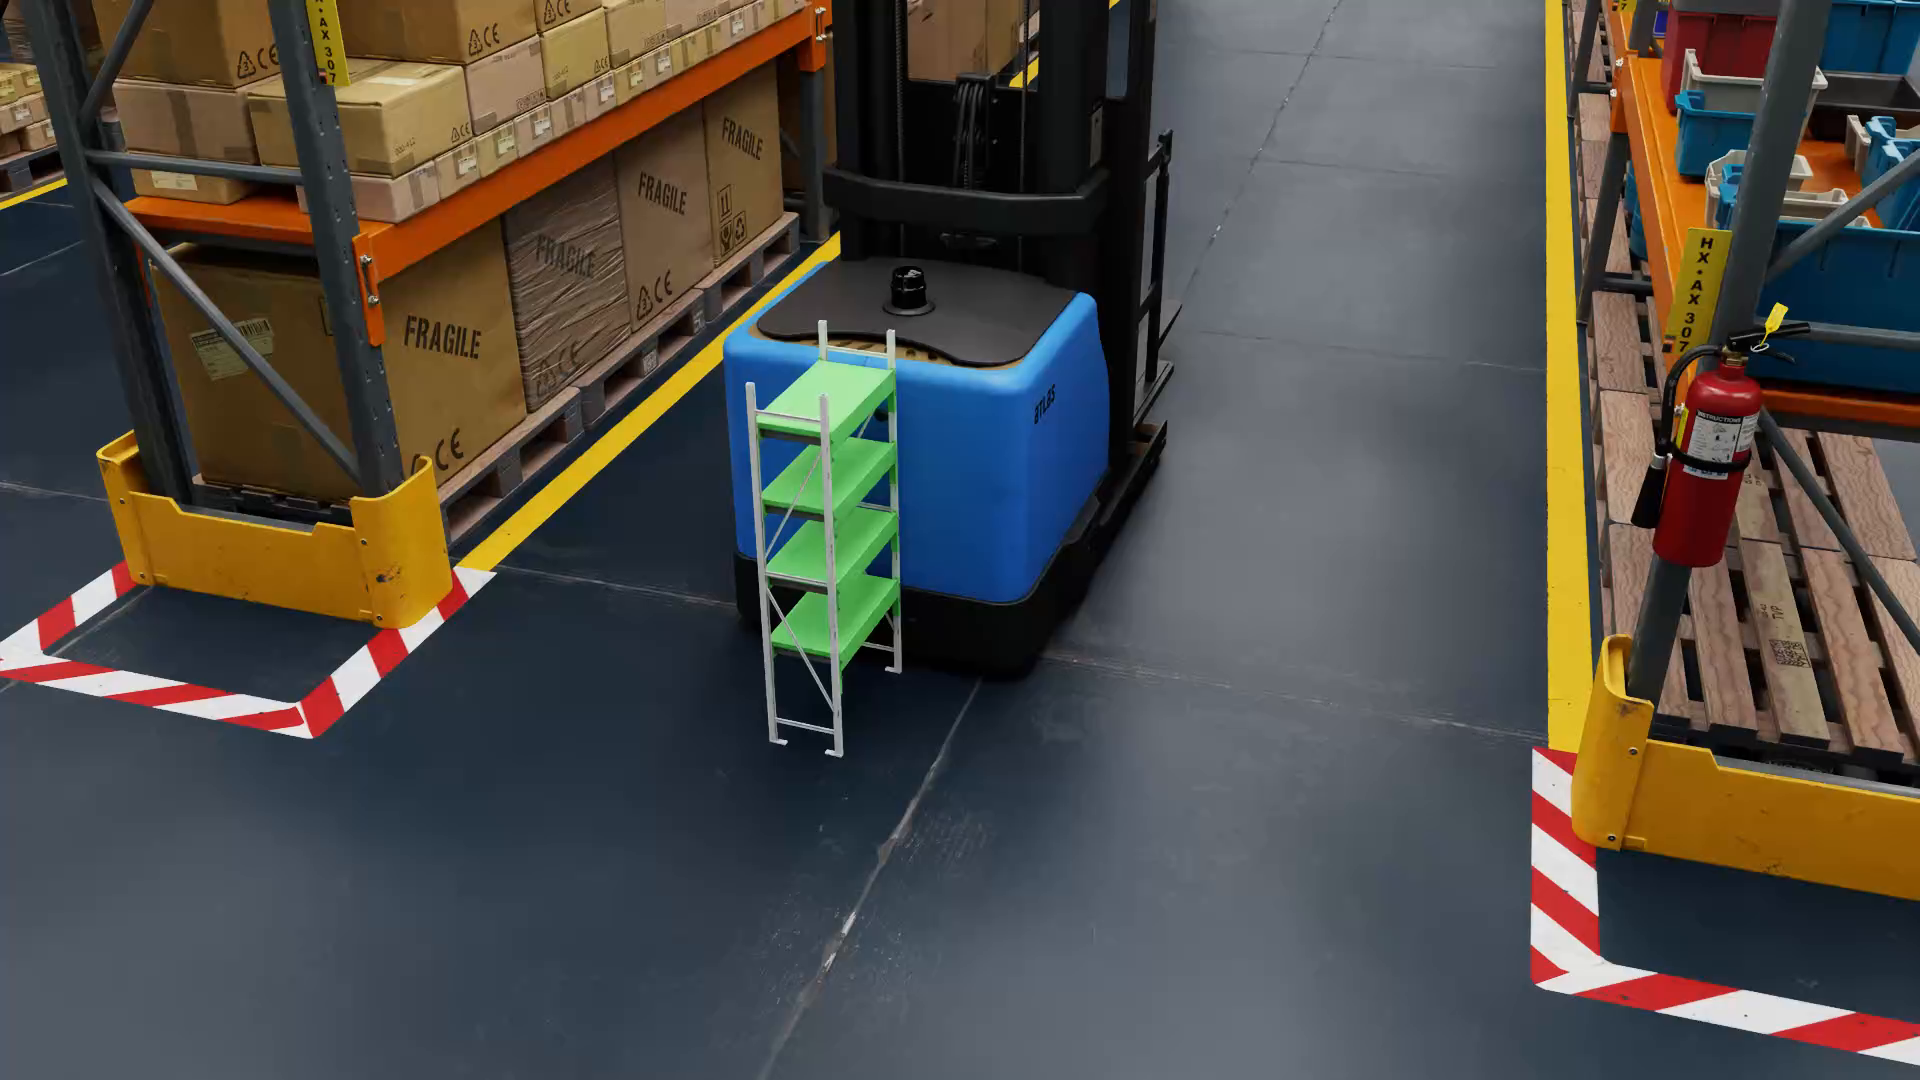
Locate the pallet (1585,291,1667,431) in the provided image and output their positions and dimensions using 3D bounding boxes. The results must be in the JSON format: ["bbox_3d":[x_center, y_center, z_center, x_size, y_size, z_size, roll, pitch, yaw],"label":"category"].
[{"bbox_3d":[3.335,-0.757,7.393,1.003,0.211,1.213,8,30,15],"label":"pallet"}]

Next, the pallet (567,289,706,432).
[{"bbox_3d":[-1.875,-0.900,7.650,1.003,0.211,1.213,8,30,15],"label":"pallet"}]

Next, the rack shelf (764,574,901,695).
[{"bbox_3d":[-0.389,0.268,5.158,0.258,0.148,0.480,10,31,17],"label":"rack shelf"}]

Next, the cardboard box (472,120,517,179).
[{"bbox_3d":[-1.827,-1.417,5.970,0.380,0.149,0.250,8,30,14],"label":"cardboard box"}]

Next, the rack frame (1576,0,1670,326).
[{"bbox_3d":[3.514,-2.323,7.340,1.000,3.000,0.127,8,30,15],"label":"rack frame"}]

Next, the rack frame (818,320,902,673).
[{"bbox_3d":[-0.307,-0.109,5.211,0.240,1.200,0.015,10,31,17],"label":"rack frame"}]

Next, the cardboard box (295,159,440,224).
[{"bbox_3d":[-1.975,-1.179,5.541,0.380,0.149,0.250,9,30,15],"label":"cardboard box"}]

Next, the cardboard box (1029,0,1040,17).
[{"bbox_3d":[0.281,-4.562,13.484,0.700,0.500,0.500,6,30,11],"label":"cardboard box"}]

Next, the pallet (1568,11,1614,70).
[{"bbox_3d":[5.312,-3.883,13.012,1.003,0.211,1.213,8,30,15],"label":"pallet"}]

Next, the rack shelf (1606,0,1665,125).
[{"bbox_3d":[4.101,-2.938,9.185,1.077,0.370,4.000,8,30,15],"label":"rack shelf"}]

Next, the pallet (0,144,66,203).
[{"bbox_3d":[-6.096,-2.248,10.074,1.003,0.211,1.213,8,30,15],"label":"pallet"}]

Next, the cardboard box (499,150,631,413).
[{"bbox_3d":[-2.017,-1.157,6.998,0.875,0.875,0.875,8,30,15],"label":"cardboard box"}]

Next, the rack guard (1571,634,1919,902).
[{"bbox_3d":[2.345,0.642,4.582,1.175,0.500,0.348,8,30,15],"label":"rack guard"}]

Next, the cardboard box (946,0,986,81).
[{"bbox_3d":[-0.538,-3.412,11.052,1.225,0.875,0.875,9,30,15],"label":"cardboard box"}]

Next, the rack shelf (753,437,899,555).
[{"bbox_3d":[-0.389,-0.151,4.925,0.258,0.148,0.480,10,31,17],"label":"rack shelf"}]

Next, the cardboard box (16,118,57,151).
[{"bbox_3d":[-5.722,-2.491,10.143,0.380,0.149,0.250,9,30,16],"label":"cardboard box"}]

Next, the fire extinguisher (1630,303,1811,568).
[{"bbox_3d":[1.861,-0.262,4.098,0.296,0.674,0.183,8,30,15],"label":"fire extinguisher"}]

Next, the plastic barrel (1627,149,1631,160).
[{"bbox_3d":[4.229,-2.557,9.809,0.600,0.588,0.708,8,30,15],"label":"plastic barrel"}]

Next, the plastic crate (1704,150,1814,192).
[{"bbox_3d":[2.632,-1.185,5.505,0.298,0.136,0.250,8,30,15],"label":"plastic crate"}]

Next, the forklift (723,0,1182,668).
[{"bbox_3d":[0.211,-1.569,6.055,1.130,2.935,3.031,10,31,17],"label":"forklift"}]

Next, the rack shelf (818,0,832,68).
[{"bbox_3d":[-0.634,-3.644,10.456,1.077,0.370,4.000,8,30,15],"label":"rack shelf"}]

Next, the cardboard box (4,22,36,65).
[{"bbox_3d":[-5.956,-3.255,11.155,0.500,0.500,0.500,8,30,14],"label":"cardboard box"}]

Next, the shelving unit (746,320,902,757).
[{"bbox_3d":[-0.389,0.003,5.011,0.258,1.200,0.503,10,31,17],"label":"shelving unit"}]

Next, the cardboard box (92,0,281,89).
[{"bbox_3d":[-2.503,-1.827,5.525,0.500,0.500,0.500,9,30,15],"label":"cardboard box"}]

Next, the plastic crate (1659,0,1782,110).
[{"bbox_3d":[3.012,-1.998,6.628,0.402,0.464,0.583,8,30,15],"label":"plastic crate"}]

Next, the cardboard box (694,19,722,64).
[{"bbox_3d":[-1.299,-2.253,7.472,0.380,0.149,0.250,9,30,16],"label":"cardboard box"}]

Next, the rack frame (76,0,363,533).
[{"bbox_3d":[-2.398,-1.171,5.269,0.949,2.616,0.053,8,30,15],"label":"rack frame"}]

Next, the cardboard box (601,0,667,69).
[{"bbox_3d":[-1.551,-2.138,6.856,0.500,0.250,0.500,8,30,14],"label":"cardboard box"}]

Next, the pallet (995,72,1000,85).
[{"bbox_3d":[-0.350,-3.314,11.990,1.003,0.211,1.213,8,30,15],"label":"pallet"}]

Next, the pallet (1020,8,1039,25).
[{"bbox_3d":[0.544,-4.598,14.298,1.003,0.211,1.213,8,30,15],"label":"pallet"}]

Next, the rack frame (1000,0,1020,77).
[{"bbox_3d":[-0.047,-4.888,11.952,1.000,3.000,0.127,8,30,15],"label":"rack frame"}]

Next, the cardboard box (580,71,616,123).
[{"bbox_3d":[-1.600,-1.776,6.616,0.380,0.149,0.250,8,30,14],"label":"cardboard box"}]

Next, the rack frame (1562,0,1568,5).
[{"bbox_3d":[5.862,-6.040,14.023,1.000,3.000,0.127,8,30,15],"label":"rack frame"}]

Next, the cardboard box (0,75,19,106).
[{"bbox_3d":[-5.825,-2.655,9.825,0.380,0.149,0.250,9,30,15],"label":"cardboard box"}]

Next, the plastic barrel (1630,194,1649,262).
[{"bbox_3d":[3.690,-1.840,8.198,0.600,0.901,0.708,8,30,15],"label":"plastic barrel"}]

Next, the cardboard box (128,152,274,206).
[{"bbox_3d":[-2.605,-1.273,5.711,0.380,0.149,0.250,9,30,16],"label":"cardboard box"}]

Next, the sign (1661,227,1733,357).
[{"bbox_3d":[1.809,-0.606,4.086,0.100,0.325,0.005,8,30,15],"label":"sign"}]

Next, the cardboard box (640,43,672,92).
[{"bbox_3d":[-1.450,-2.016,7.046,0.380,0.149,0.250,9,30,16],"label":"cardboard box"}]

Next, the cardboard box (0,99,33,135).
[{"bbox_3d":[-5.789,-2.532,9.911,0.380,0.149,0.250,7,30,12],"label":"cardboard box"}]

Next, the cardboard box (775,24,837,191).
[{"bbox_3d":[-1.052,-2.585,9.564,1.225,0.875,0.875,9,30,15],"label":"cardboard box"}]

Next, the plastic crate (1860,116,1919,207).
[{"bbox_3d":[3.202,-1.236,5.497,0.416,0.233,0.300,8,30,15],"label":"plastic crate"}]

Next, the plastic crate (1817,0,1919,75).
[{"bbox_3d":[3.703,-2.076,6.851,0.392,0.384,0.575,8,30,15],"label":"plastic crate"}]

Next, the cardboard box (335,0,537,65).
[{"bbox_3d":[-1.849,-1.980,5.800,0.500,0.500,0.500,8,30,14],"label":"cardboard box"}]

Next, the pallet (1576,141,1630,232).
[{"bbox_3d":[4.136,-2.025,9.674,1.003,0.211,1.213,8,30,15],"label":"pallet"}]

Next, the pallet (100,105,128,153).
[{"bbox_3d":[-5.706,-2.928,11.295,1.003,0.211,1.213,8,30,15],"label":"pallet"}]

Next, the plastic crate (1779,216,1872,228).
[{"bbox_3d":[2.505,-0.912,5.014,0.396,0.136,0.243,8,30,15],"label":"plastic crate"}]
